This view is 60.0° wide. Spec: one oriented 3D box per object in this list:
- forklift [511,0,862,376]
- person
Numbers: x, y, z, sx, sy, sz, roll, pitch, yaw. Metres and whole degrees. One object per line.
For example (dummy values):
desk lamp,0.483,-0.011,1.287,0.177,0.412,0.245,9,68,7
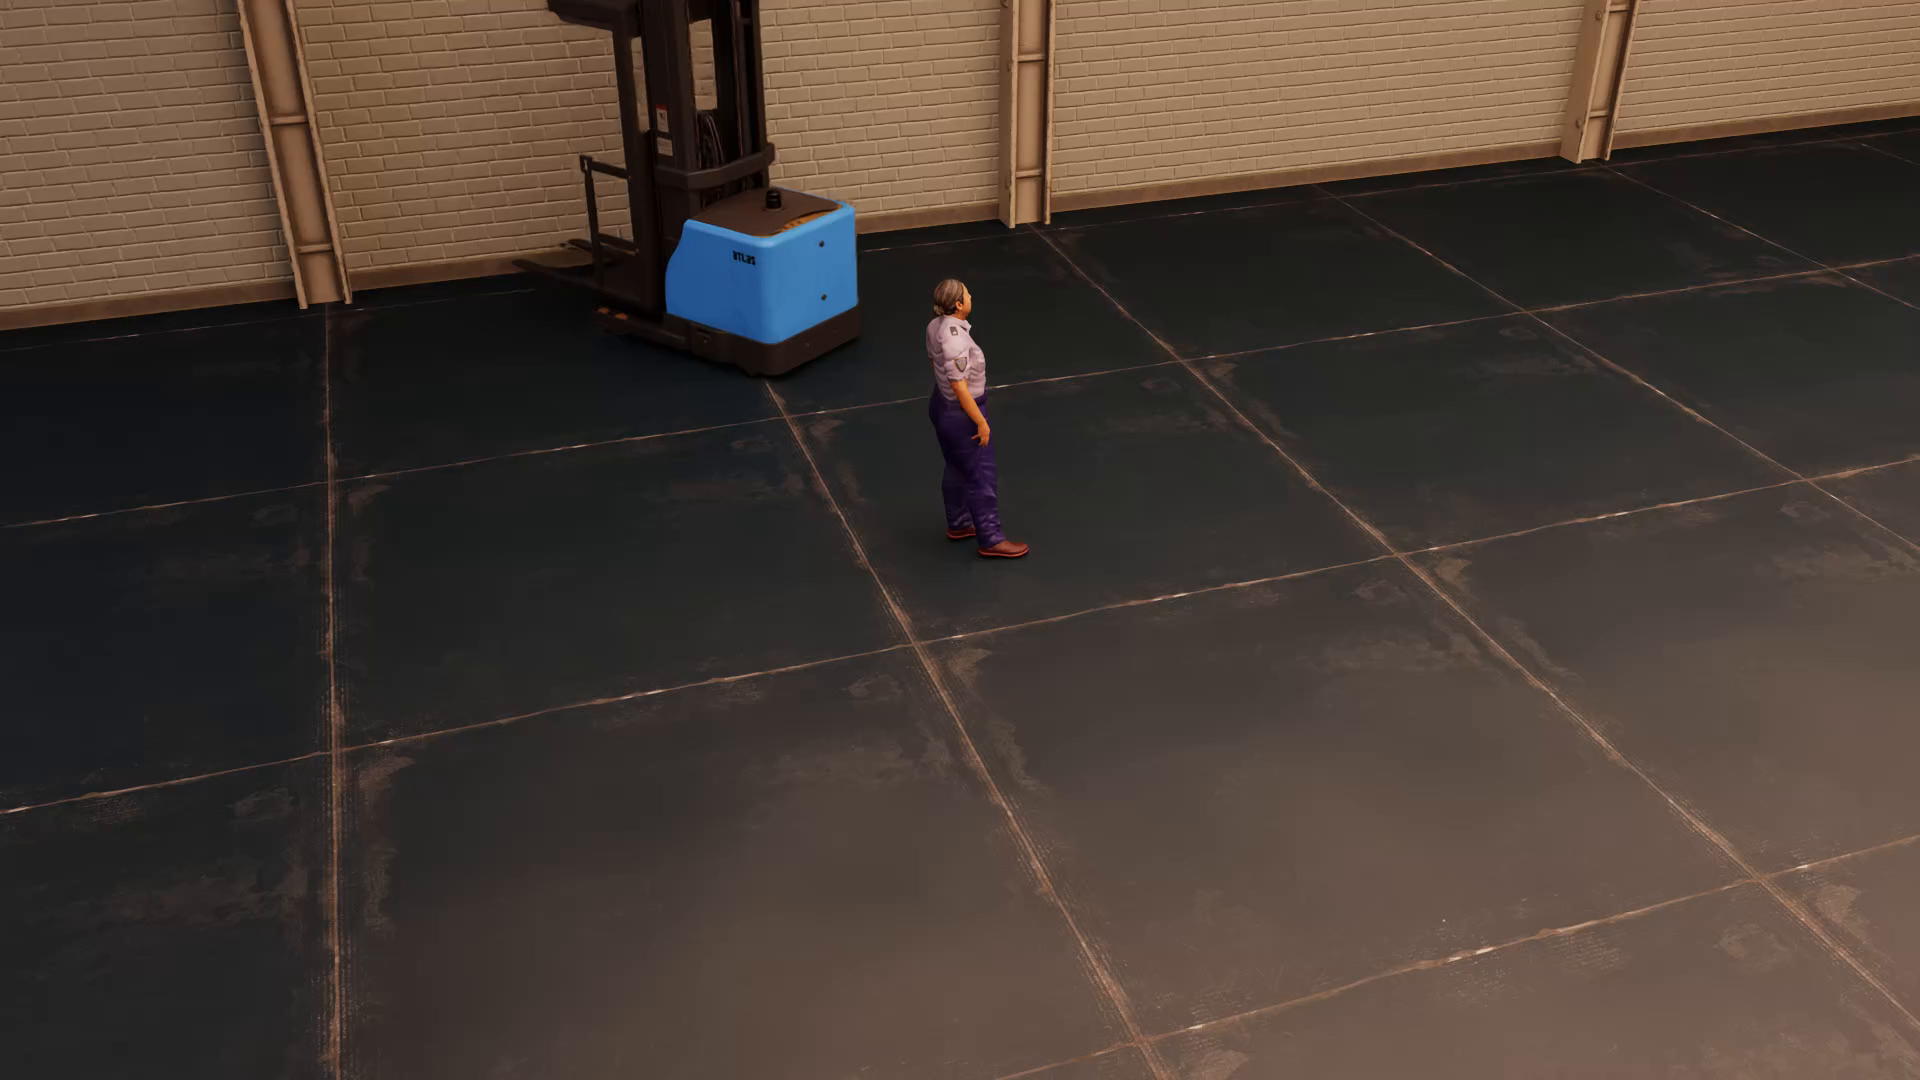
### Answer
forklift,-2.234,-3.027,12.347,3.031,2.935,1.130,20,36,31
person,0.093,-0.724,9.618,0.502,1.651,0.598,-10,31,-16
